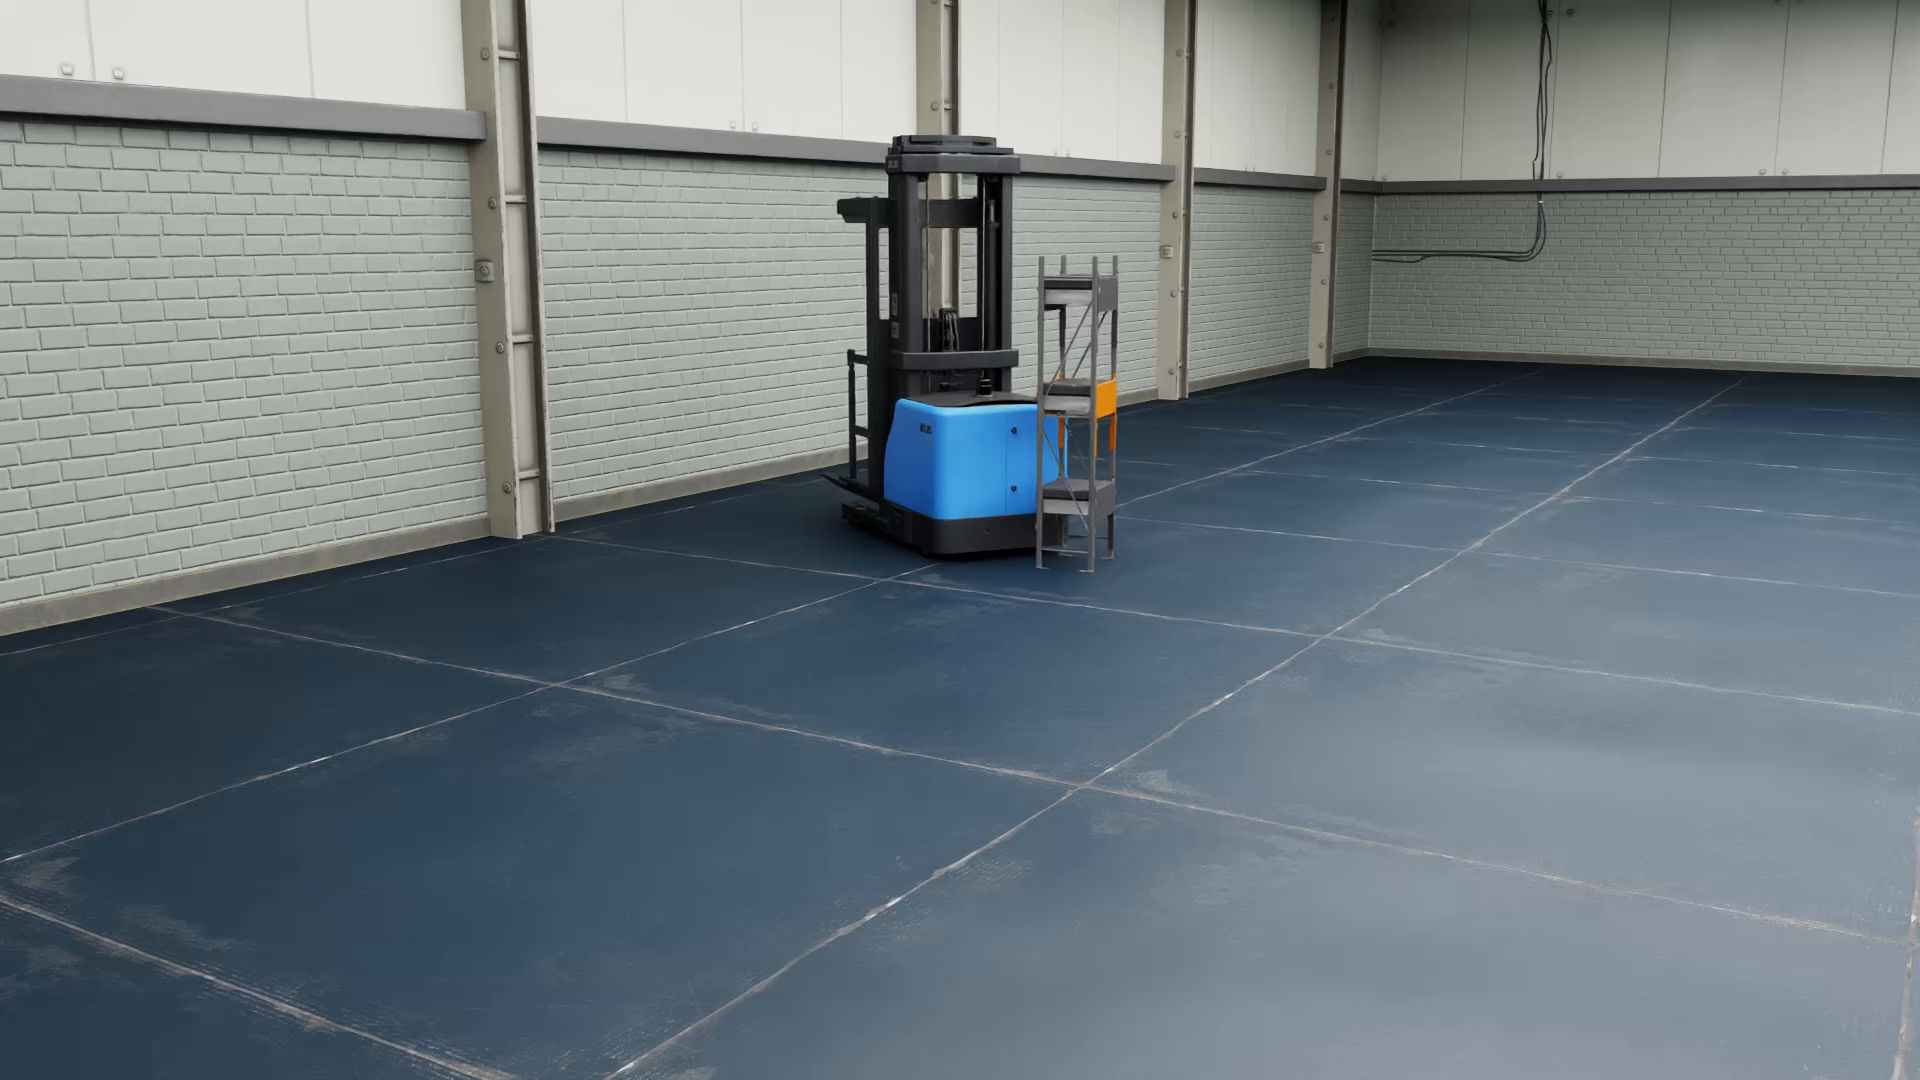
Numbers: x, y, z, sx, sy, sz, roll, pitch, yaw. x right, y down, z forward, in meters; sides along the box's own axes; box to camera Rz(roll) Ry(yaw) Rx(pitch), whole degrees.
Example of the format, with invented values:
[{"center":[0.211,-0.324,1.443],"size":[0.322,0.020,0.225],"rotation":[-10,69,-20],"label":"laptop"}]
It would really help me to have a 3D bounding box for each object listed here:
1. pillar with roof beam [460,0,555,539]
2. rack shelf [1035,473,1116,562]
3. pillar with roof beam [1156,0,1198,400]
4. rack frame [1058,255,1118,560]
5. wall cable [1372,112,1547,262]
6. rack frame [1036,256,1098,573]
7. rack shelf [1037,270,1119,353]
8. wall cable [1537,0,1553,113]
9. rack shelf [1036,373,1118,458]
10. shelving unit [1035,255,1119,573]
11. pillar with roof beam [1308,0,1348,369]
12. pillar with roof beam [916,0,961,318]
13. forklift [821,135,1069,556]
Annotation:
[{"center":[0.348,-4.064,9.622],"size":[9.100,9.000,0.400],"rotation":[6,12,31],"label":"pillar with roof beam"},{"center":[0.794,-0.162,11.405],"size":[0.431,0.518,0.480],"rotation":[4,11,20],"label":"rack shelf"},{"center":[6.578,-5.951,19.702],"size":[9.100,9.000,0.400],"rotation":[6,12,31],"label":"pillar with roof beam"},{"center":[0.881,-0.906,11.498],"size":[0.400,2.100,0.015],"rotation":[4,11,20],"label":"rack frame"},{"center":[8.673,-6.117,29.025],"size":[3.097,2.526,0.112],"rotation":[6,12,31],"label":"wall cable"},{"center":[0.708,-0.822,11.049],"size":[0.400,2.100,0.015],"rotation":[4,11,20],"label":"rack frame"},{"center":[0.794,-1.538,11.147],"size":[0.431,0.518,0.480],"rotation":[4,11,20],"label":"rack shelf"},{"center":[10.985,-8.341,27.180],"size":[3.097,2.526,0.112],"rotation":[6,12,31],"label":"wall cable"},{"center":[0.794,-0.850,11.276],"size":[0.431,0.518,0.480],"rotation":[4,11,20],"label":"rack shelf"},{"center":[0.794,-0.864,11.274],"size":[0.431,2.100,0.503],"rotation":[4,11,20],"label":"shelving unit"},{"center":[9.693,-6.895,24.743],"size":[9.100,9.000,0.400],"rotation":[6,12,31],"label":"pillar with roof beam"},{"center":[3.463,-5.008,14.662],"size":[9.100,9.000,0.400],"rotation":[6,12,31],"label":"pillar with roof beam"},{"center":[-0.276,-1.560,12.738],"size":[1.130,2.935,3.031],"rotation":[-5,12,-23],"label":"forklift"}]
